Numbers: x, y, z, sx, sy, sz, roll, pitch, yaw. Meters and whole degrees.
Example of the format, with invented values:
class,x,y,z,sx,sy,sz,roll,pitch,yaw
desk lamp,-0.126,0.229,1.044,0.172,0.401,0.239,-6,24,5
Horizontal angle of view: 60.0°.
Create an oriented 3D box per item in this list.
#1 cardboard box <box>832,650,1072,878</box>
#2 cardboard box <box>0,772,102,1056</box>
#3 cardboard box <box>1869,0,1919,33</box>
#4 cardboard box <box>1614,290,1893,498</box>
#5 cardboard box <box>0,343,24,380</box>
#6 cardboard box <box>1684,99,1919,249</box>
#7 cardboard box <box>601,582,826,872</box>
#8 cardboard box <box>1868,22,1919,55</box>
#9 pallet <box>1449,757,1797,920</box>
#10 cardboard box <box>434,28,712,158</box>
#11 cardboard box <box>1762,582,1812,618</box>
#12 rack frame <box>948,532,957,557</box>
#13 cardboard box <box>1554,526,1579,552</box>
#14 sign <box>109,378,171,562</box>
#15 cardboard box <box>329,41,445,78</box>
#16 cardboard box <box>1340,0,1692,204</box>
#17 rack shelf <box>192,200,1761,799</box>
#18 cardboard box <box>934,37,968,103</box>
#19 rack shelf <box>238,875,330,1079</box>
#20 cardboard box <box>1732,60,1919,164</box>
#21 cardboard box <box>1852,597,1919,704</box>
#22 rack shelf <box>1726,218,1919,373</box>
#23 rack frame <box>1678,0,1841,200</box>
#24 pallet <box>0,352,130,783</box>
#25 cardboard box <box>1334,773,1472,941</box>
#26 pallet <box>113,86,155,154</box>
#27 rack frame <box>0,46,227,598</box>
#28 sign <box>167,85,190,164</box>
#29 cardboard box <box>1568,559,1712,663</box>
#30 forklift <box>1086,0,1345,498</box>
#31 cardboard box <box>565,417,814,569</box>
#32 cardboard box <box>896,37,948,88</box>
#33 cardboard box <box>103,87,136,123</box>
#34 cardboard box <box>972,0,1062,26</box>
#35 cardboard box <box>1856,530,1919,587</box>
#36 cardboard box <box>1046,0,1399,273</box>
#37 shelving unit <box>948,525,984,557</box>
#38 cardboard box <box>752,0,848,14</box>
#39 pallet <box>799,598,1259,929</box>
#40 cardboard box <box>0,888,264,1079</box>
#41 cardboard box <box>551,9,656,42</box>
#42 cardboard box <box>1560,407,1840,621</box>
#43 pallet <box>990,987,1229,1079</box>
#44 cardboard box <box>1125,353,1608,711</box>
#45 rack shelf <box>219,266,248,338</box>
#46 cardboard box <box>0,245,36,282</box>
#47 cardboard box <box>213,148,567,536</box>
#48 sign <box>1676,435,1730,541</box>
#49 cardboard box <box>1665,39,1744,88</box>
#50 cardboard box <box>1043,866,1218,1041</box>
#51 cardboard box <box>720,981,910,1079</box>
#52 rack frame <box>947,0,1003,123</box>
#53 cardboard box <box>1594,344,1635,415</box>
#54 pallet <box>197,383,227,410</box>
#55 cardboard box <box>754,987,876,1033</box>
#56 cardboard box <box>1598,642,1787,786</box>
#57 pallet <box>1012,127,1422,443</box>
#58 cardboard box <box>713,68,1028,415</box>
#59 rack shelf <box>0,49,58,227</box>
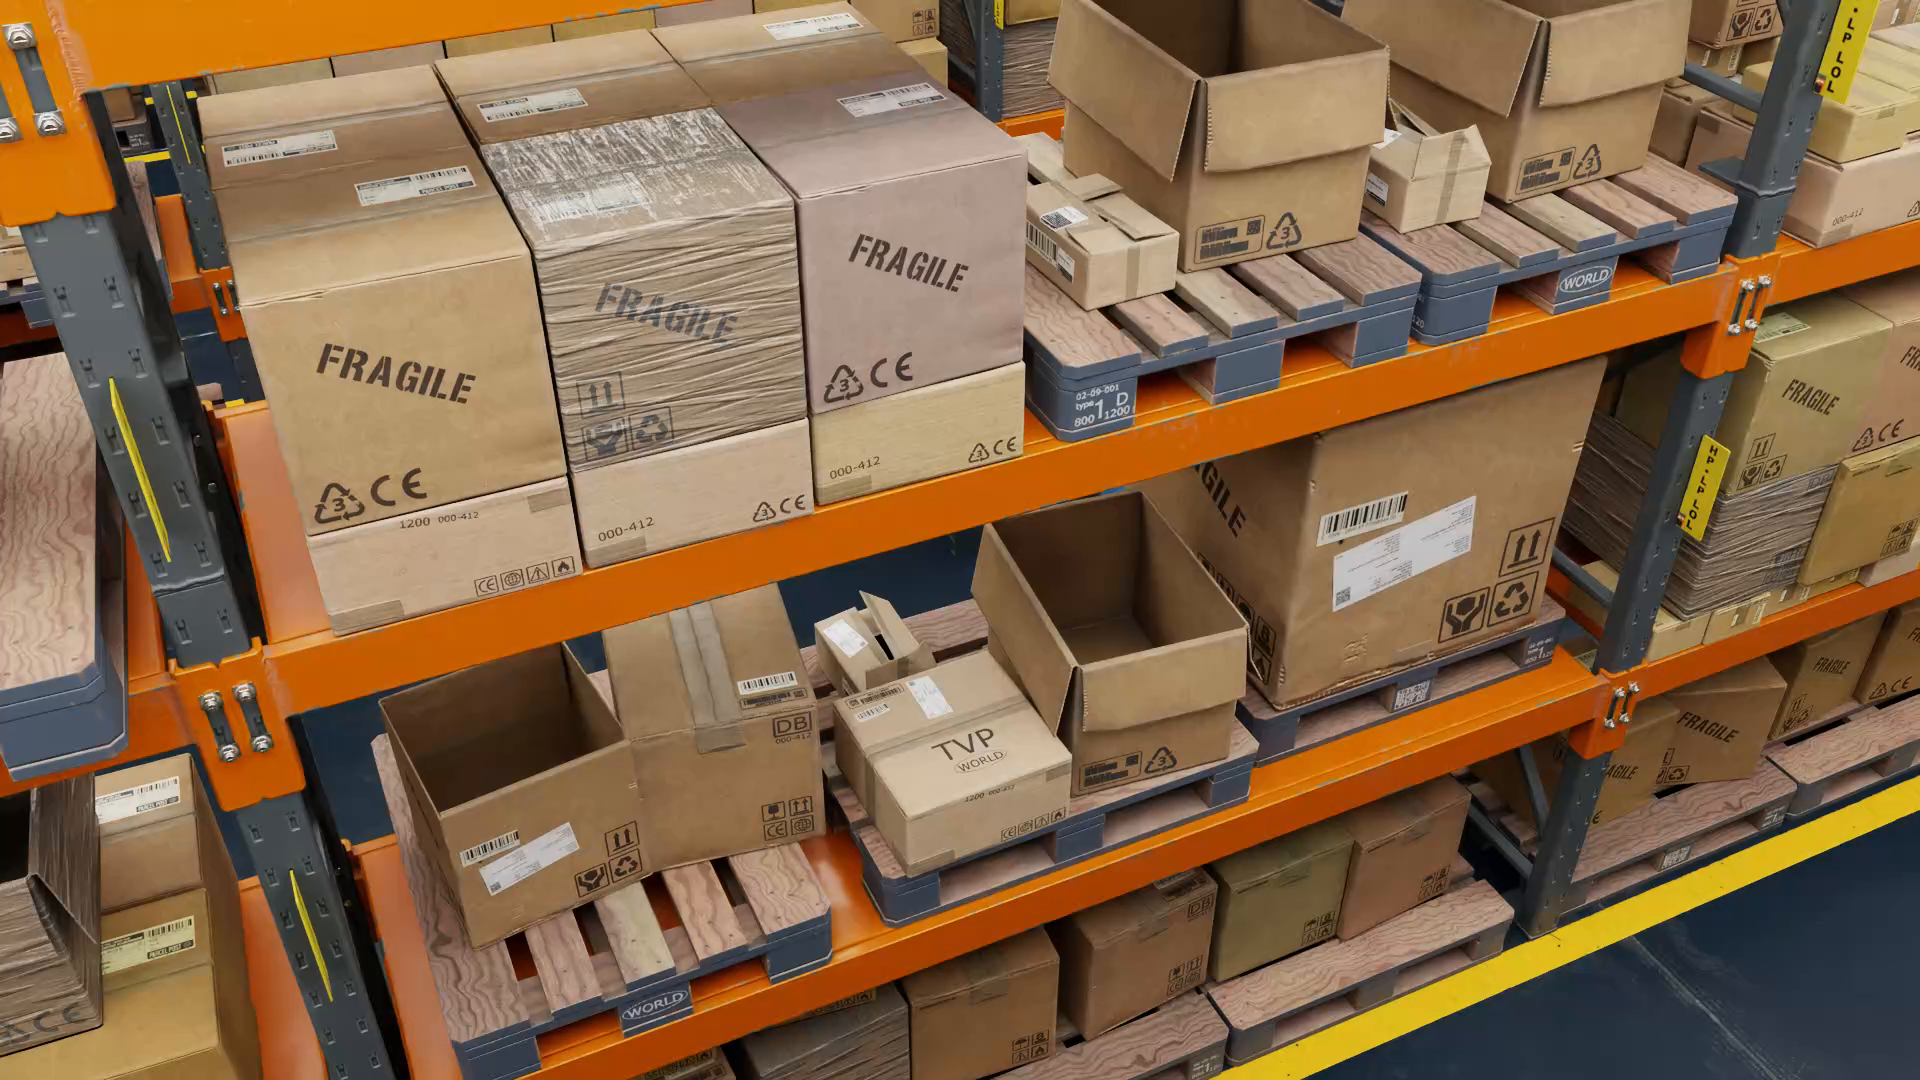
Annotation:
class,x,y,z,sx,sy,sz,roll,pitch,yaw
cardboard box,-0.028,0.617,4.673,0.500,0.250,0.500,-17,40,-21
cardboard box,-2.311,0.759,3.782,0.637,0.503,0.797,-14,39,-18
cardboard box,2.860,-1.742,5.353,0.250,0.149,0.380,-17,40,-21
cardboard box,2.494,-0.525,5.266,0.500,0.500,0.500,-16,39,-20
cardboard box,-4.619,-0.692,7.781,0.500,0.250,0.500,-15,39,-19
cardboard box,2.495,-1.107,4.832,0.500,0.250,0.500,-17,40,-22
cardboard box,-0.708,0.464,4.671,0.500,0.500,0.700,-10,38,-13
cardboard box,2.871,-1.369,4.851,0.250,0.149,0.380,-15,39,-20
pallet,2.571,0.944,6.799,1.213,0.211,1.003,-16,39,-20
cardboard box,-0.857,-0.811,3.804,0.500,0.500,0.500,-16,39,-20
cardboard box,2.747,0.088,5.825,0.250,0.149,0.380,-16,39,-20
rack frame,-0.070,-0.462,7.866,0.006,1.200,0.240,-16,39,-20
cardboard box,2.048,-0.099,6.076,0.250,0.149,0.380,-16,39,-20
sign,-1.414,-0.117,2.871,0.005,0.325,0.100,-16,39,-20
cardboard box,-2.791,-2.353,7.981,0.500,0.500,0.700,-16,40,-21
cardboard box,1.511,-1.336,4.576,0.637,0.503,0.797,-18,40,-22
rack shelf,0.168,-0.396,4.352,4.000,0.370,1.077,-16,39,-20
cardboard box,0.031,-3.344,12.222,0.503,0.637,0.797,-16,39,-20
rack shelf,-3.453,1.821,3.881,4.000,0.370,1.077,-16,39,-20
cardboard box,2.404,-1.207,4.633,0.250,0.149,0.380,-17,40,-21
cardboard box,3.926,0.303,7.069,0.500,0.500,0.500,-12,38,-16
rack shelf,3.789,-1.409,5.717,4.000,0.370,1.077,-16,39,-20
rack frame,1.978,-2.396,3.927,0.127,3.000,1.000,-16,39,-20
pallet,-2.203,0.089,3.253,1.003,0.211,1.213,-14,39,-18
cardboard box,1.413,0.985,6.134,0.500,0.500,0.700,-19,40,-23
pallet,-6.599,-3.039,12.171,1.213,0.211,1.003,-16,39,-20
rack frame,-1.643,-1.384,2.562,0.127,3.000,1.000,-16,39,-20
sign,-3.419,-1.817,7.277,0.005,0.325,0.100,-16,39,-20
cardboard box,2.301,0.222,5.643,0.250,0.149,0.380,-16,39,-20
forklift,2.171,-1.226,7.443,3.031,2.935,1.130,-3,37,-4
cardboard box,-0.644,-0.230,3.650,0.500,0.250,0.500,-15,39,-19
cardboard box,-0.396,-2.451,8.952,0.500,0.500,0.500,-16,39,-20
cardboard box,-6.514,-3.504,11.887,0.875,0.875,0.875,-16,39,-20
cardboard box,0.311,-3.256,9.089,0.550,0.550,0.875,-16,39,-20
cardboard box,3.213,-0.022,5.972,0.250,0.149,0.380,-16,39,-20
cardboard box,0.658,-1.097,4.254,0.637,0.503,0.797,-14,39,-18
shelving unit,0.013,-0.486,7.898,0.189,1.200,0.258,-16,39,-20
cardboard box,-0.949,-2.869,8.676,0.500,0.500,0.700,-16,40,-21
pallet,0.132,0.580,5.111,1.213,0.211,1.003,-16,39,-20
cardboard box,-1.984,1.244,3.970,0.500,0.500,0.500,-14,39,-19
cardboard box,-1.865,-2.614,8.333,0.500,0.500,0.700,-16,39,-20
cardboard box,2.412,-0.227,5.704,0.500,0.500,0.875,-16,39,-20
pallet,0.168,1.642,5.858,1.213,0.211,1.003,-16,39,-20
cardboard box,1.200,-0.271,5.241,1.000,1.000,1.000,-15,39,-20
rack shelf,-1.848,-1.892,8.886,4.000,0.370,1.077,-16,39,-20
cardboard box,-4.135,-1.308,7.353,0.250,0.149,0.380,-16,39,-20
cardboard box,-1.108,-0.400,3.250,0.500,0.500,0.500,-15,39,-20
sign,2.217,-0.153,4.967,0.005,0.325,0.100,-16,39,-20
cardboard box,2.150,-1.529,5.067,0.250,0.149,0.380,-14,39,-19
cardboard box,0.467,1.237,5.793,0.500,0.500,0.700,-19,41,-24
cardboard box,-0.548,1.526,5.404,0.500,0.500,0.700,-19,41,-24
rack frame,-0.038,-2.687,9.355,0.127,3.000,1.000,-16,39,-20
cardboard box,2.269,-0.810,5.651,0.500,0.500,0.500,-16,39,-20
pallet,-4.367,-0.357,8.555,1.213,0.211,1.003,-16,39,-20
cardboard box,-0.573,1.227,5.178,0.500,0.250,0.500,-11,38,-15
cardboard box,2.873,0.620,6.642,0.500,0.500,0.500,-4,37,-5
pallet,0.437,-0.753,4.387,1.003,0.211,1.213,-16,39,-20
cardboard box,-0.195,-0.657,3.597,0.500,0.500,0.500,-17,40,-21
rack shelf,-3.453,-0.428,2.213,4.000,0.370,1.077,-16,39,-20
